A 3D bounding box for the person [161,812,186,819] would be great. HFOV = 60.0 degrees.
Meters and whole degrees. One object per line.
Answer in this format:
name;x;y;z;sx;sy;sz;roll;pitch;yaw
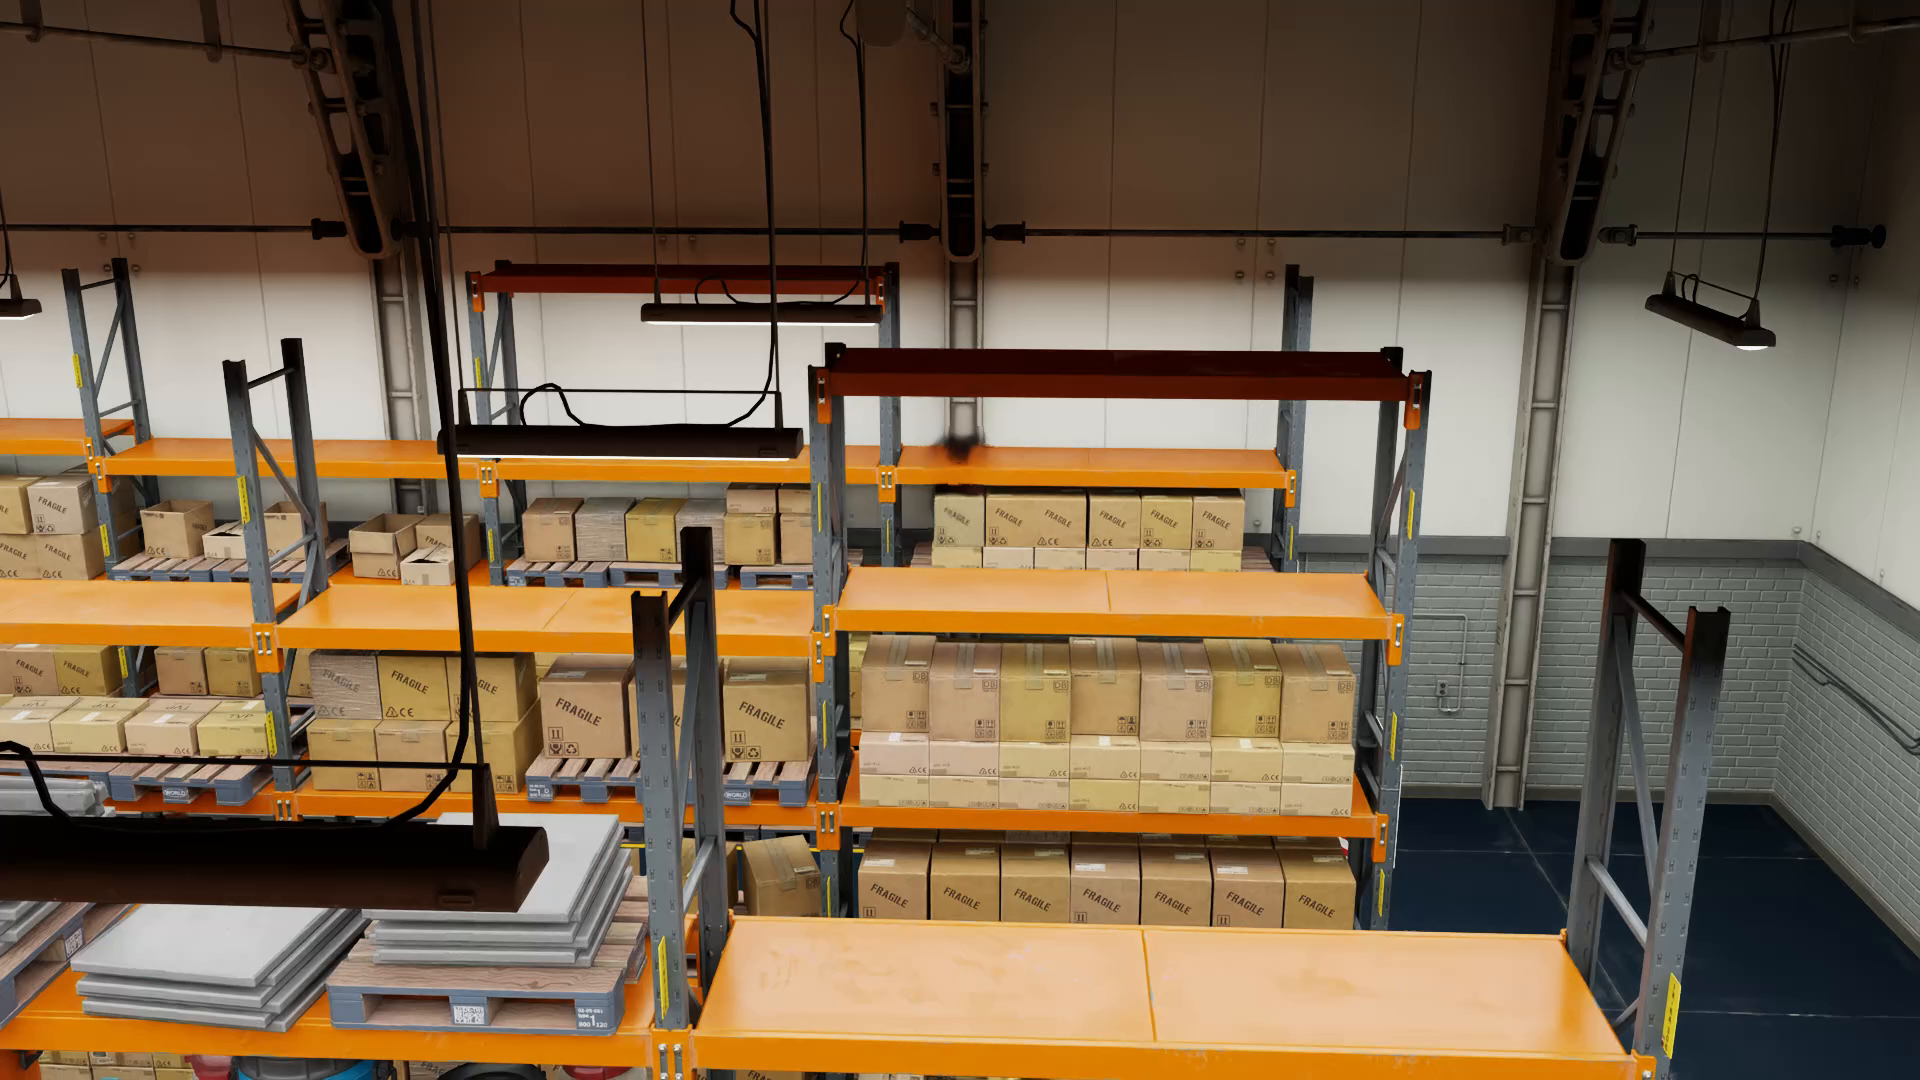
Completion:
person;-6.898;3.074;14.822;0.615;1.770;0.421;-1;16;-4
